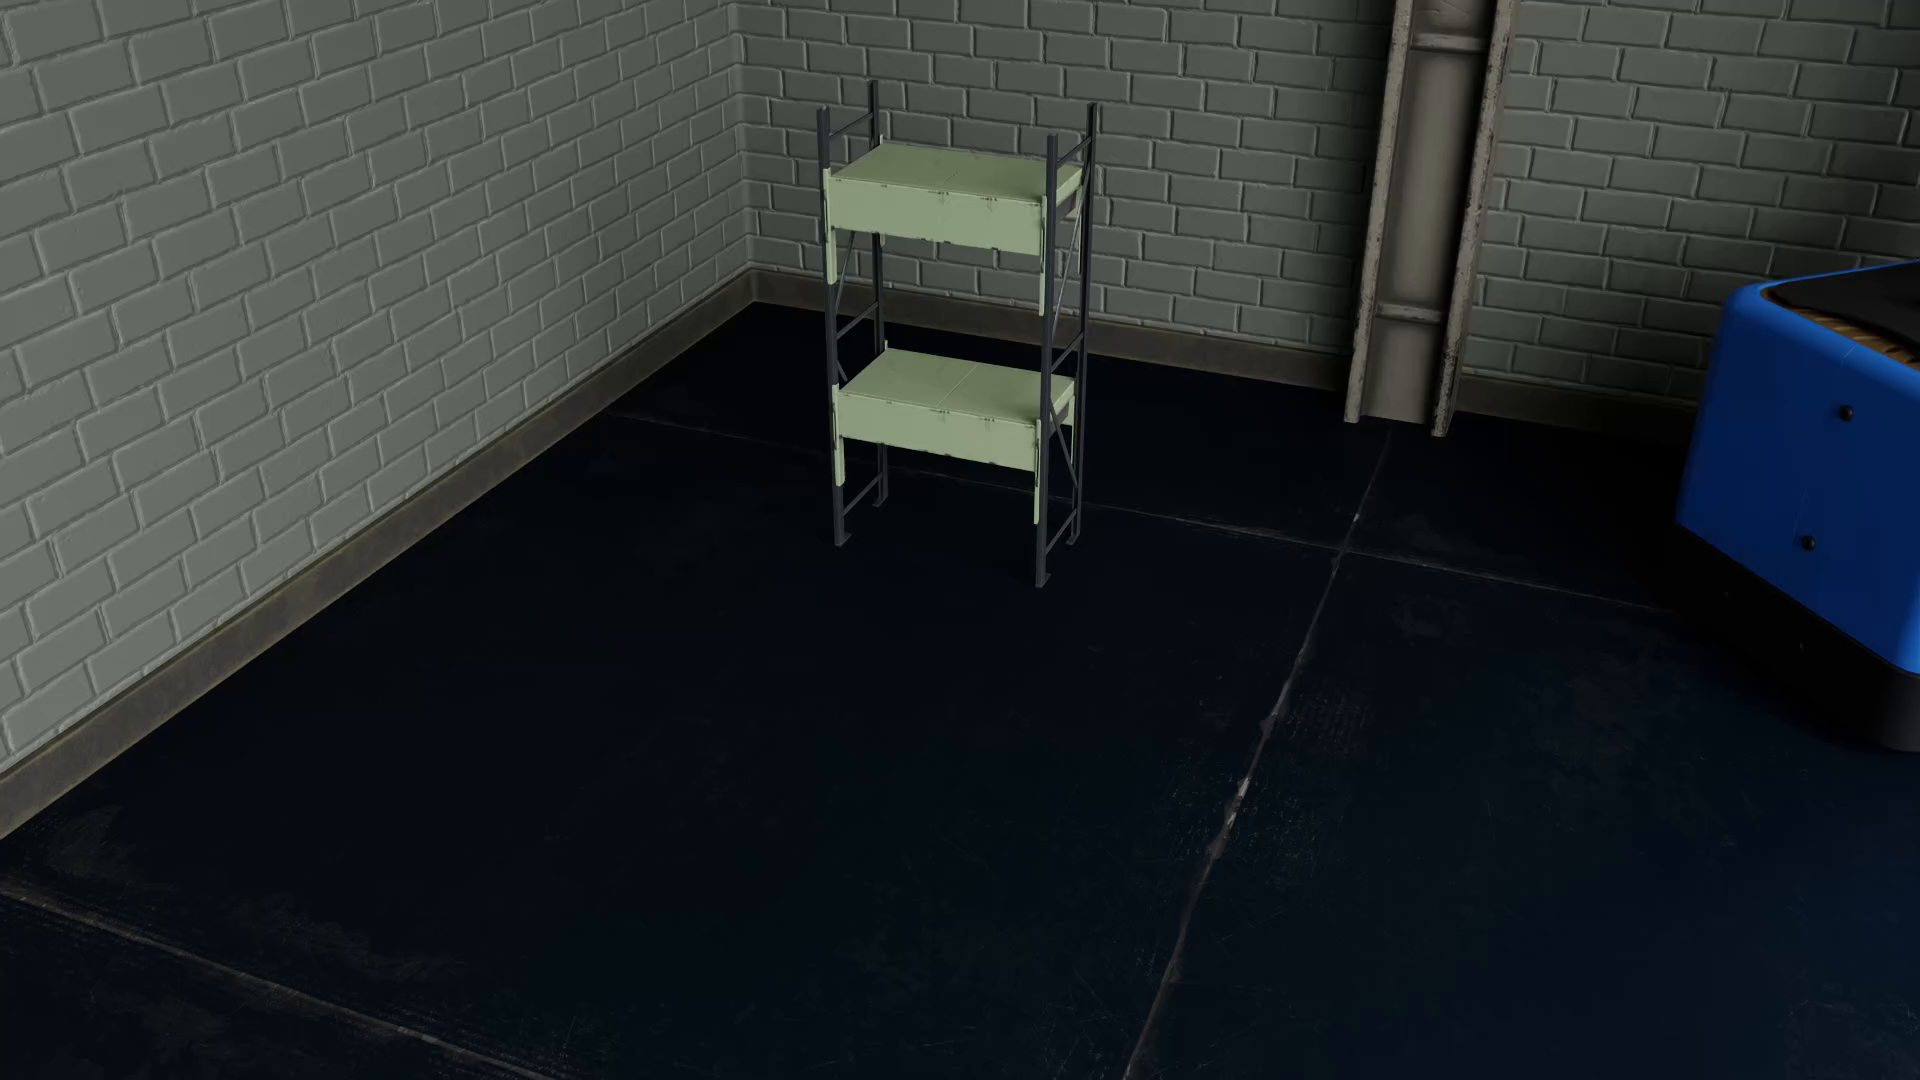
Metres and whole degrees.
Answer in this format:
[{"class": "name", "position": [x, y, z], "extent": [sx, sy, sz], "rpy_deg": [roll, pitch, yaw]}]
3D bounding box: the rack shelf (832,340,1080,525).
[{"class": "rack shelf", "position": [-0.006, -0.370, 5.544], "extent": [0.720, 0.370, 0.431], "rpy_deg": [11, 31, 19]}]

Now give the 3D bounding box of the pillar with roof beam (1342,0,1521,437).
[{"class": "pillar with roof beam", "position": [0.137, -2.460, 0.956], "extent": [0.400, 9.000, 9.100], "rpy_deg": [11, 31, 19]}]

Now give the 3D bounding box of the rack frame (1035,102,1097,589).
[{"class": "rack frame", "position": [0.333, -0.586, 5.263], "extent": [0.023, 1.500, 0.400], "rpy_deg": [11, 31, 19]}]

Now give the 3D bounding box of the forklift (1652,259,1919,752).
[{"class": "forklift", "position": [3.806, -1.109, 4.734], "extent": [3.031, 2.935, 1.130], "rpy_deg": [-10, 31, -17]}]

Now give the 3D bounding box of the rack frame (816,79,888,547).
[{"class": "rack frame", "position": [-0.345, -0.722, 5.503], "extent": [0.023, 1.500, 0.400], "rpy_deg": [11, 31, 19]}]

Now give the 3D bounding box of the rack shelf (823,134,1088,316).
[{"class": "rack shelf", "position": [-0.006, -0.994, 5.191], "extent": [0.720, 0.370, 0.431], "rpy_deg": [11, 31, 19]}]

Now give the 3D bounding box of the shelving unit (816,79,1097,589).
[{"class": "shelving unit", "position": [-0.006, -0.654, 5.383], "extent": [0.755, 1.500, 0.431], "rpy_deg": [11, 31, 19]}]
